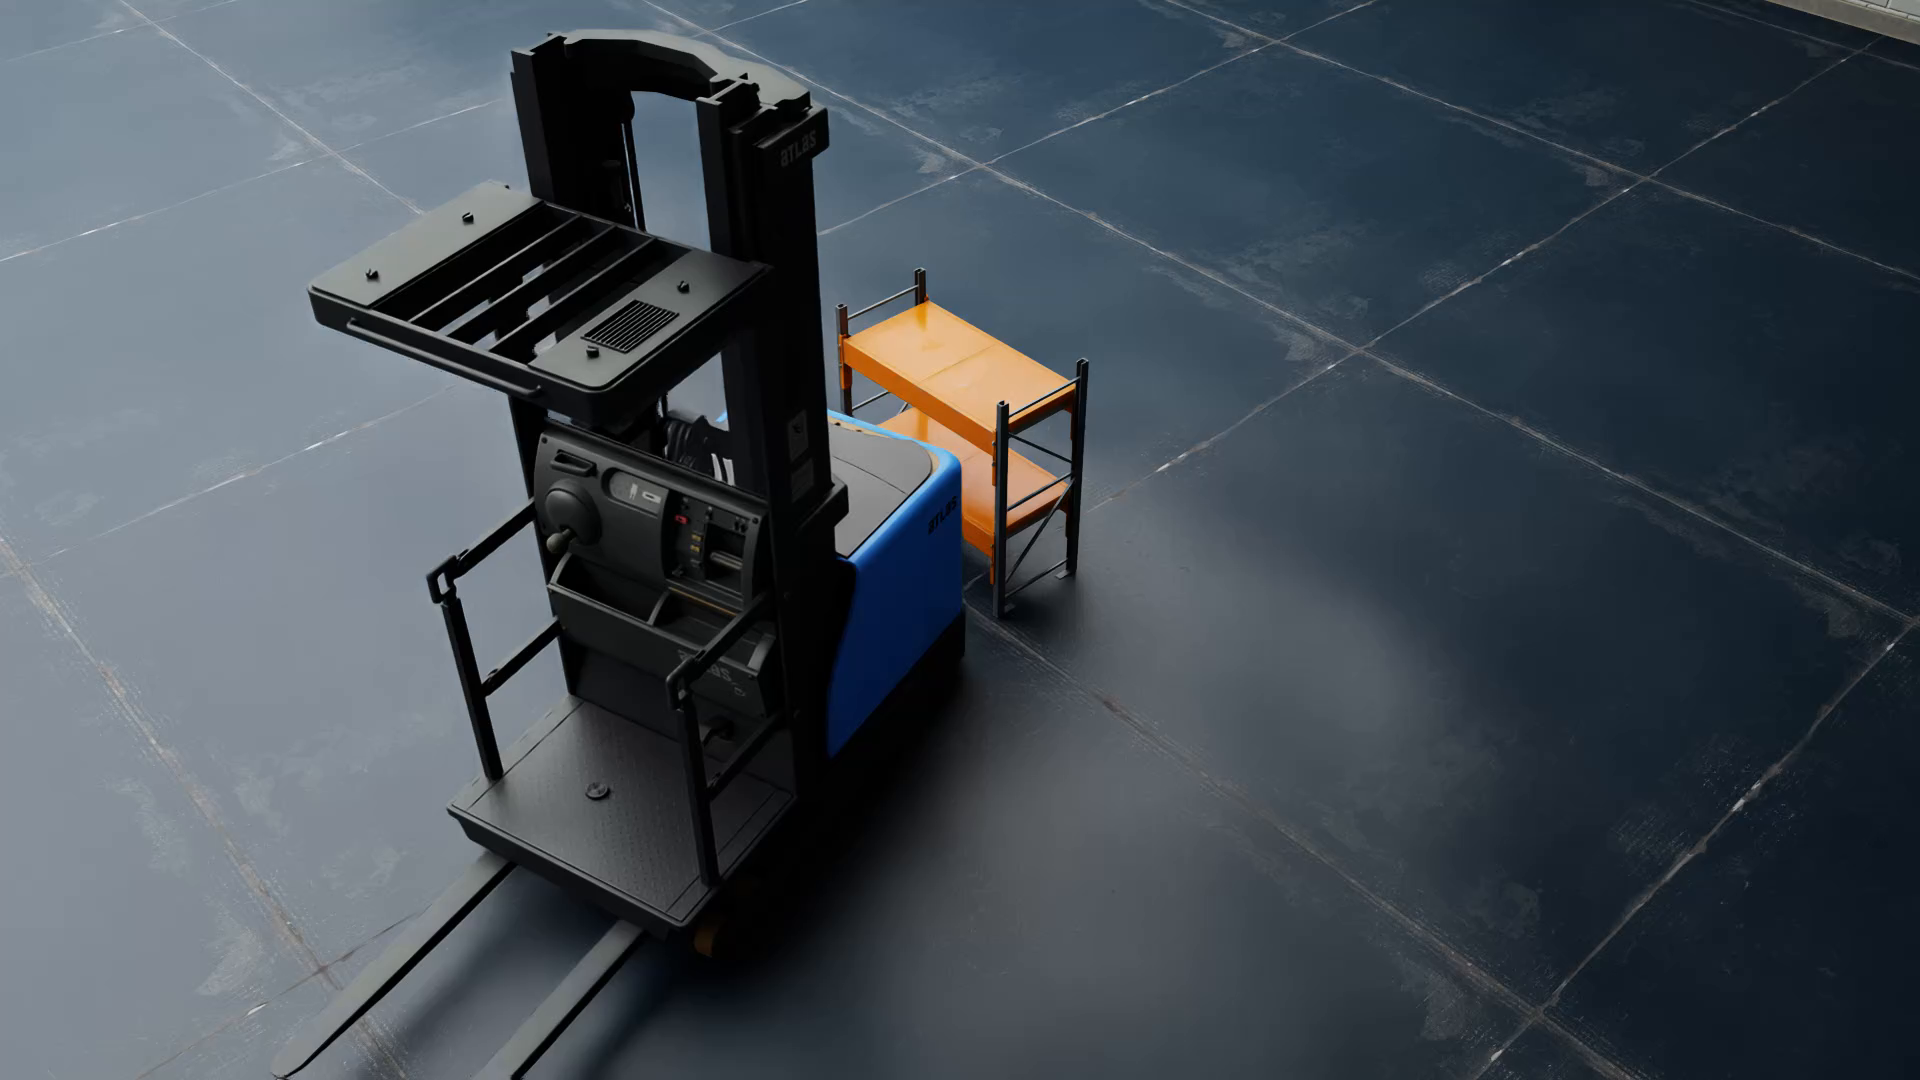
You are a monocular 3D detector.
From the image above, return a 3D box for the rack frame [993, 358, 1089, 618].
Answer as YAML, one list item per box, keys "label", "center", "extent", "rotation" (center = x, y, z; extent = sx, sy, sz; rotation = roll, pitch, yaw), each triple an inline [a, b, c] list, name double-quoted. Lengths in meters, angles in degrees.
- label: "rack frame"
  center: [0.339, -0.205, 7.109]
  extent: [0.500, 1.125, 0.032]
  rotation: [-30, 48, -32]

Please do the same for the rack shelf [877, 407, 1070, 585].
- label: "rack shelf"
  center: [-0.005, -0.251, 7.554]
  extent: [0.538, 0.278, 1.000]
  rotation: [-30, 48, -32]

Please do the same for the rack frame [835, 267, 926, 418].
- label: "rack frame"
  center: [-0.348, -0.676, 7.692]
  extent: [0.500, 1.125, 0.032]
  rotation: [-30, 48, -32]

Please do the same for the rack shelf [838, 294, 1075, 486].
- label: "rack shelf"
  center: [-0.005, -0.668, 7.217]
  extent: [0.538, 0.278, 1.000]
  rotation: [-30, 48, -32]

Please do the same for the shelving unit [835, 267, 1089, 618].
- label: "shelving unit"
  center: [-0.005, -0.441, 7.400]
  extent: [0.538, 1.125, 1.048]
  rotation: [-30, 48, -32]

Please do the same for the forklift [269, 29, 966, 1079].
- label: "forklift"
  center: [-1.154, 0.010, 5.405]
  extent: [1.130, 2.935, 3.031]
  rotation: [20, 43, 23]
